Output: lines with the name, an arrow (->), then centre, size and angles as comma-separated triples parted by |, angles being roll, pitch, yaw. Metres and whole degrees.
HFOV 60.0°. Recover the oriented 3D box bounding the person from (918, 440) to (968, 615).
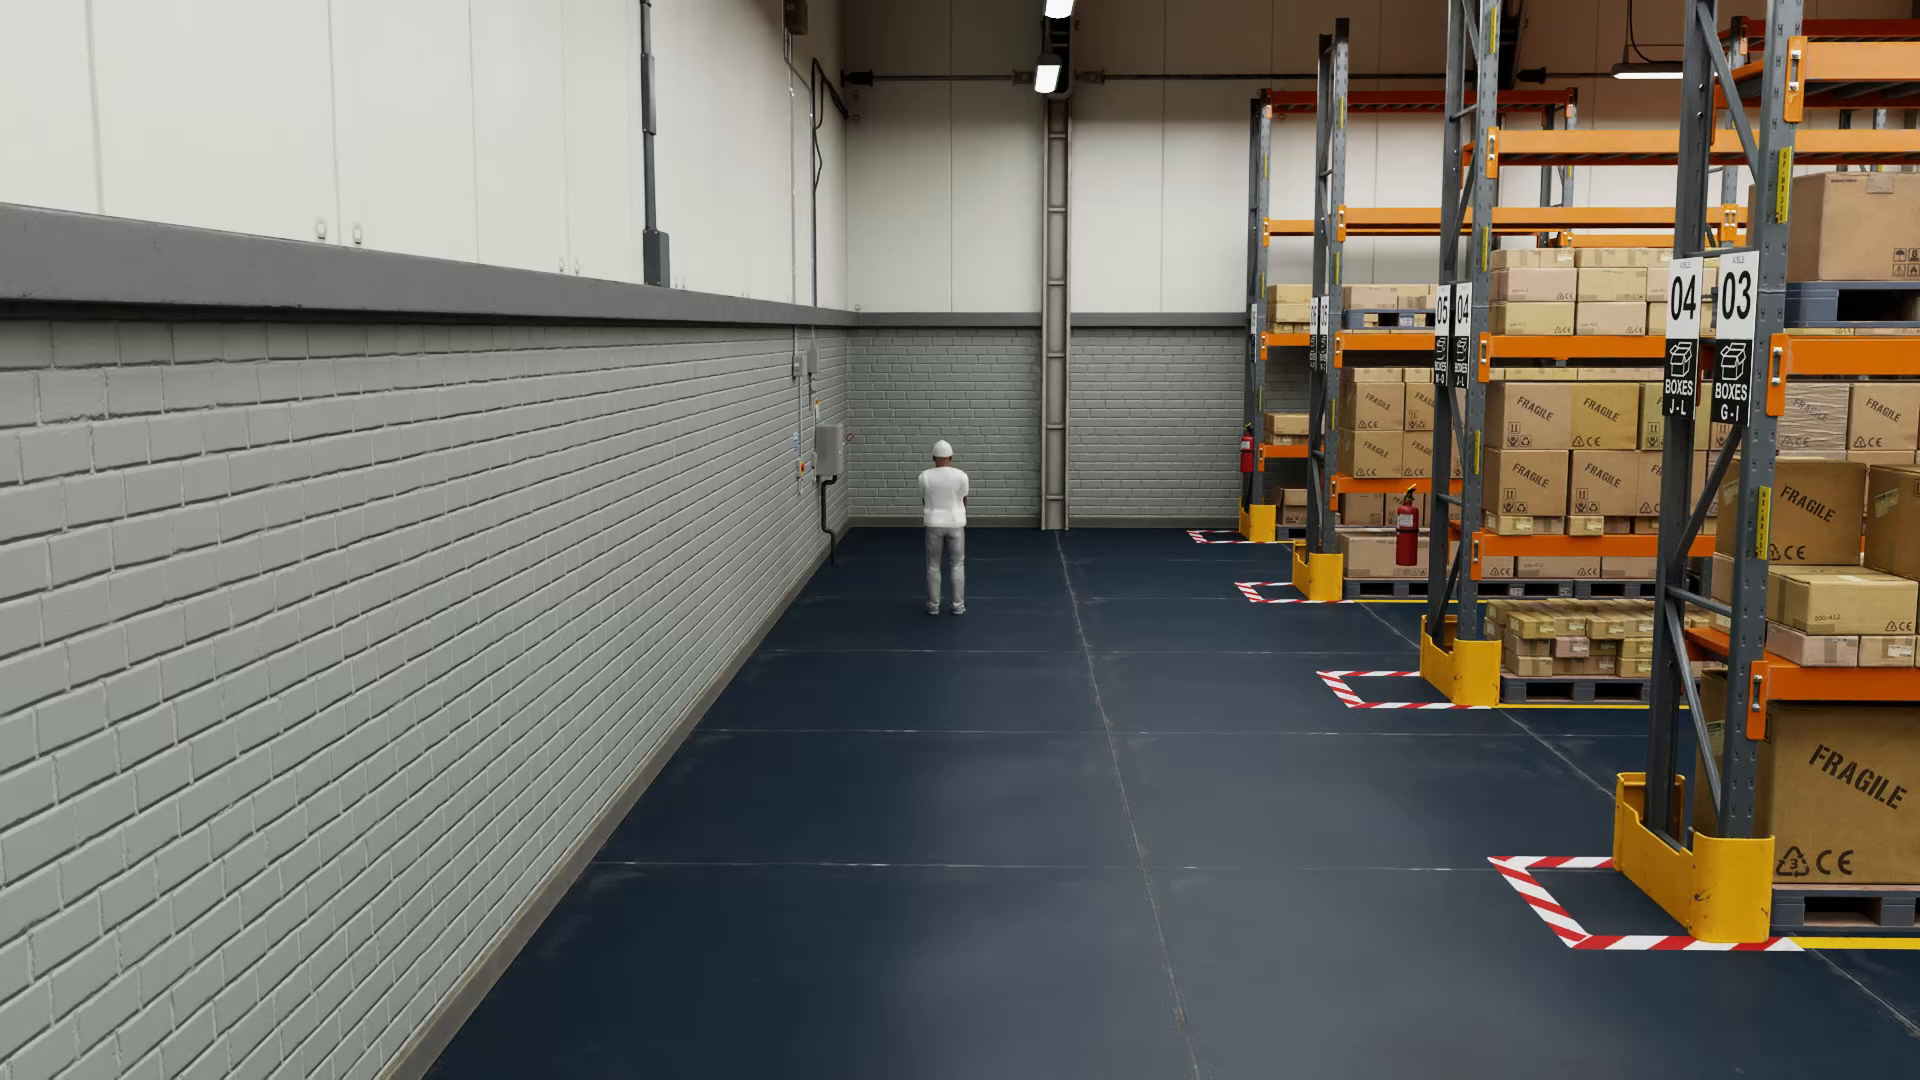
person -> -0.166, -0.131, 16.735 | 0.503, 1.760, 0.404 | 0, 7, 2
